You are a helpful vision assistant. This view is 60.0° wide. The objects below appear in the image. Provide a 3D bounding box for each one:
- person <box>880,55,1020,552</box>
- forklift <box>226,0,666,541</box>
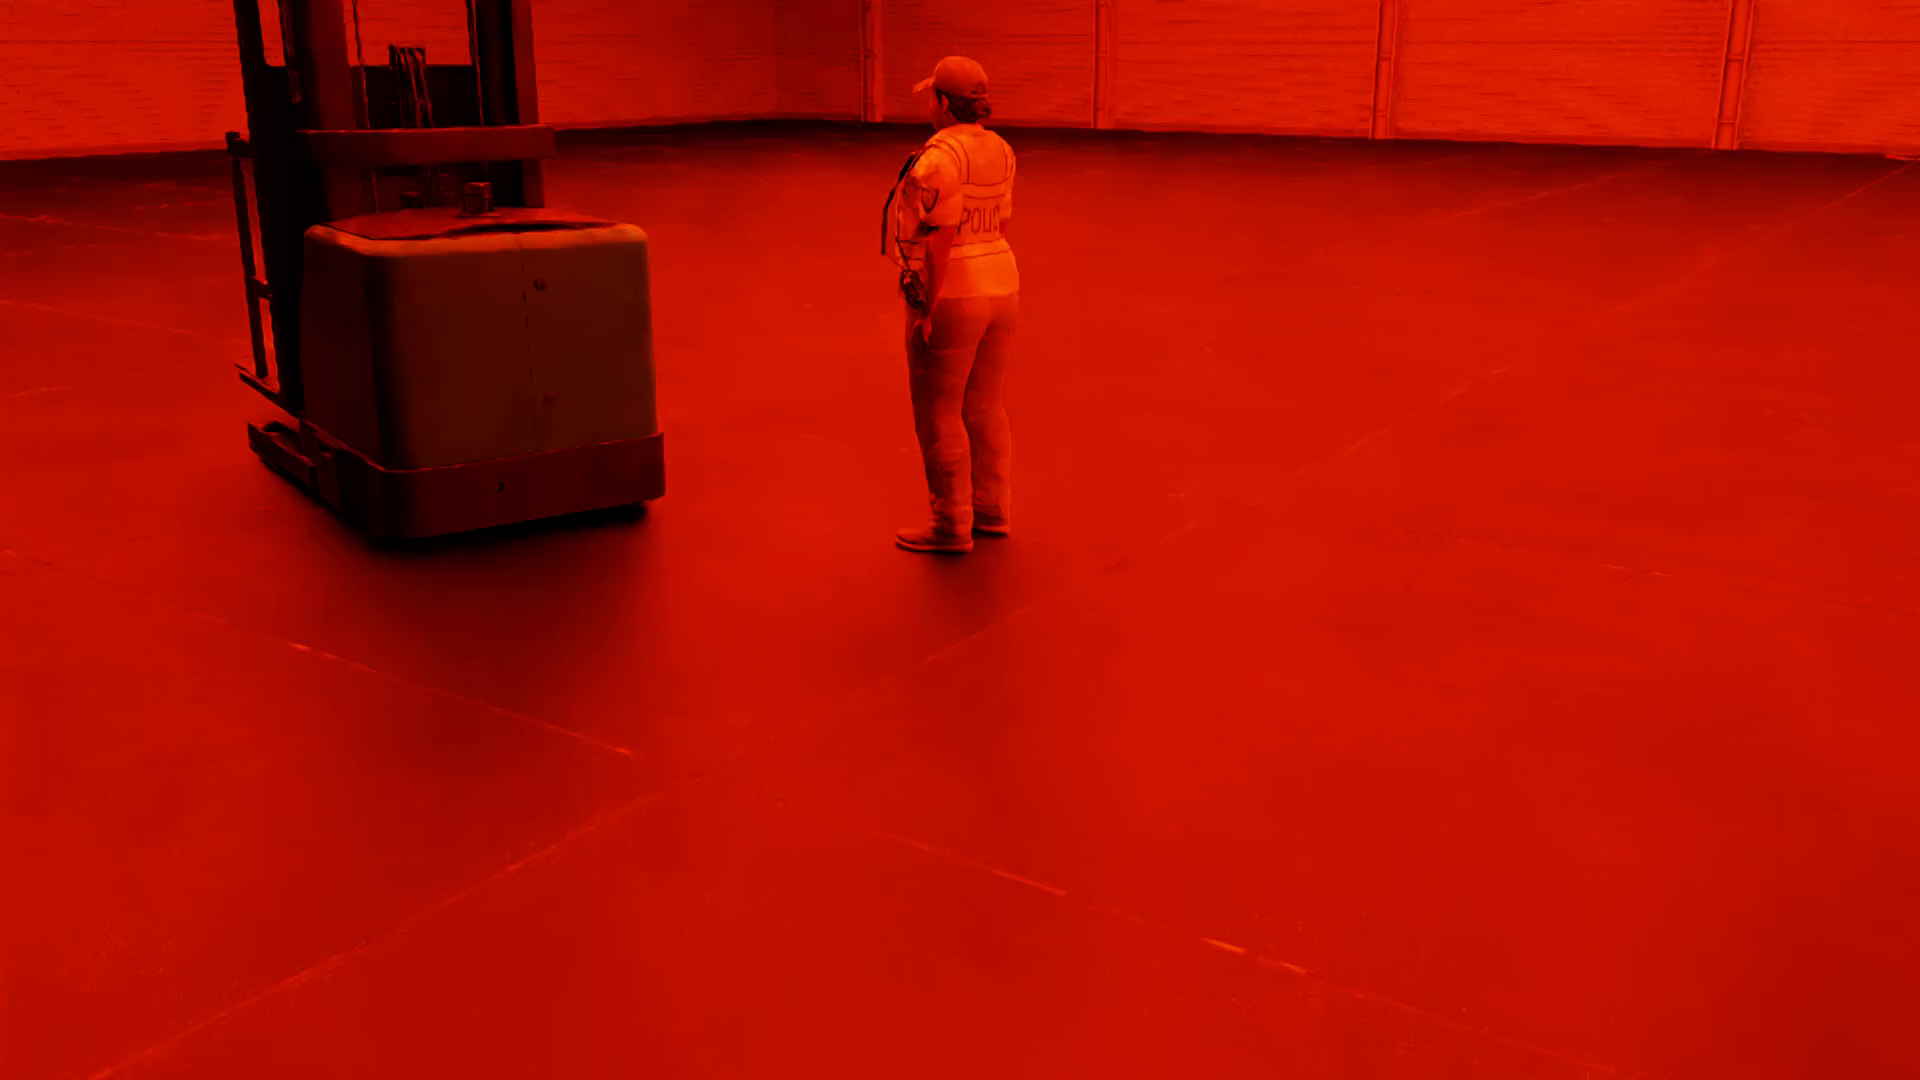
[{"bbox_3d":[-0.010,-0.799,5.725,0.390,1.669,0.482,11,20,33],"label":"person"},{"bbox_3d":[-2.375,-1.766,6.738,1.130,2.935,3.031,-12,20,-34],"label":"forklift"}]
